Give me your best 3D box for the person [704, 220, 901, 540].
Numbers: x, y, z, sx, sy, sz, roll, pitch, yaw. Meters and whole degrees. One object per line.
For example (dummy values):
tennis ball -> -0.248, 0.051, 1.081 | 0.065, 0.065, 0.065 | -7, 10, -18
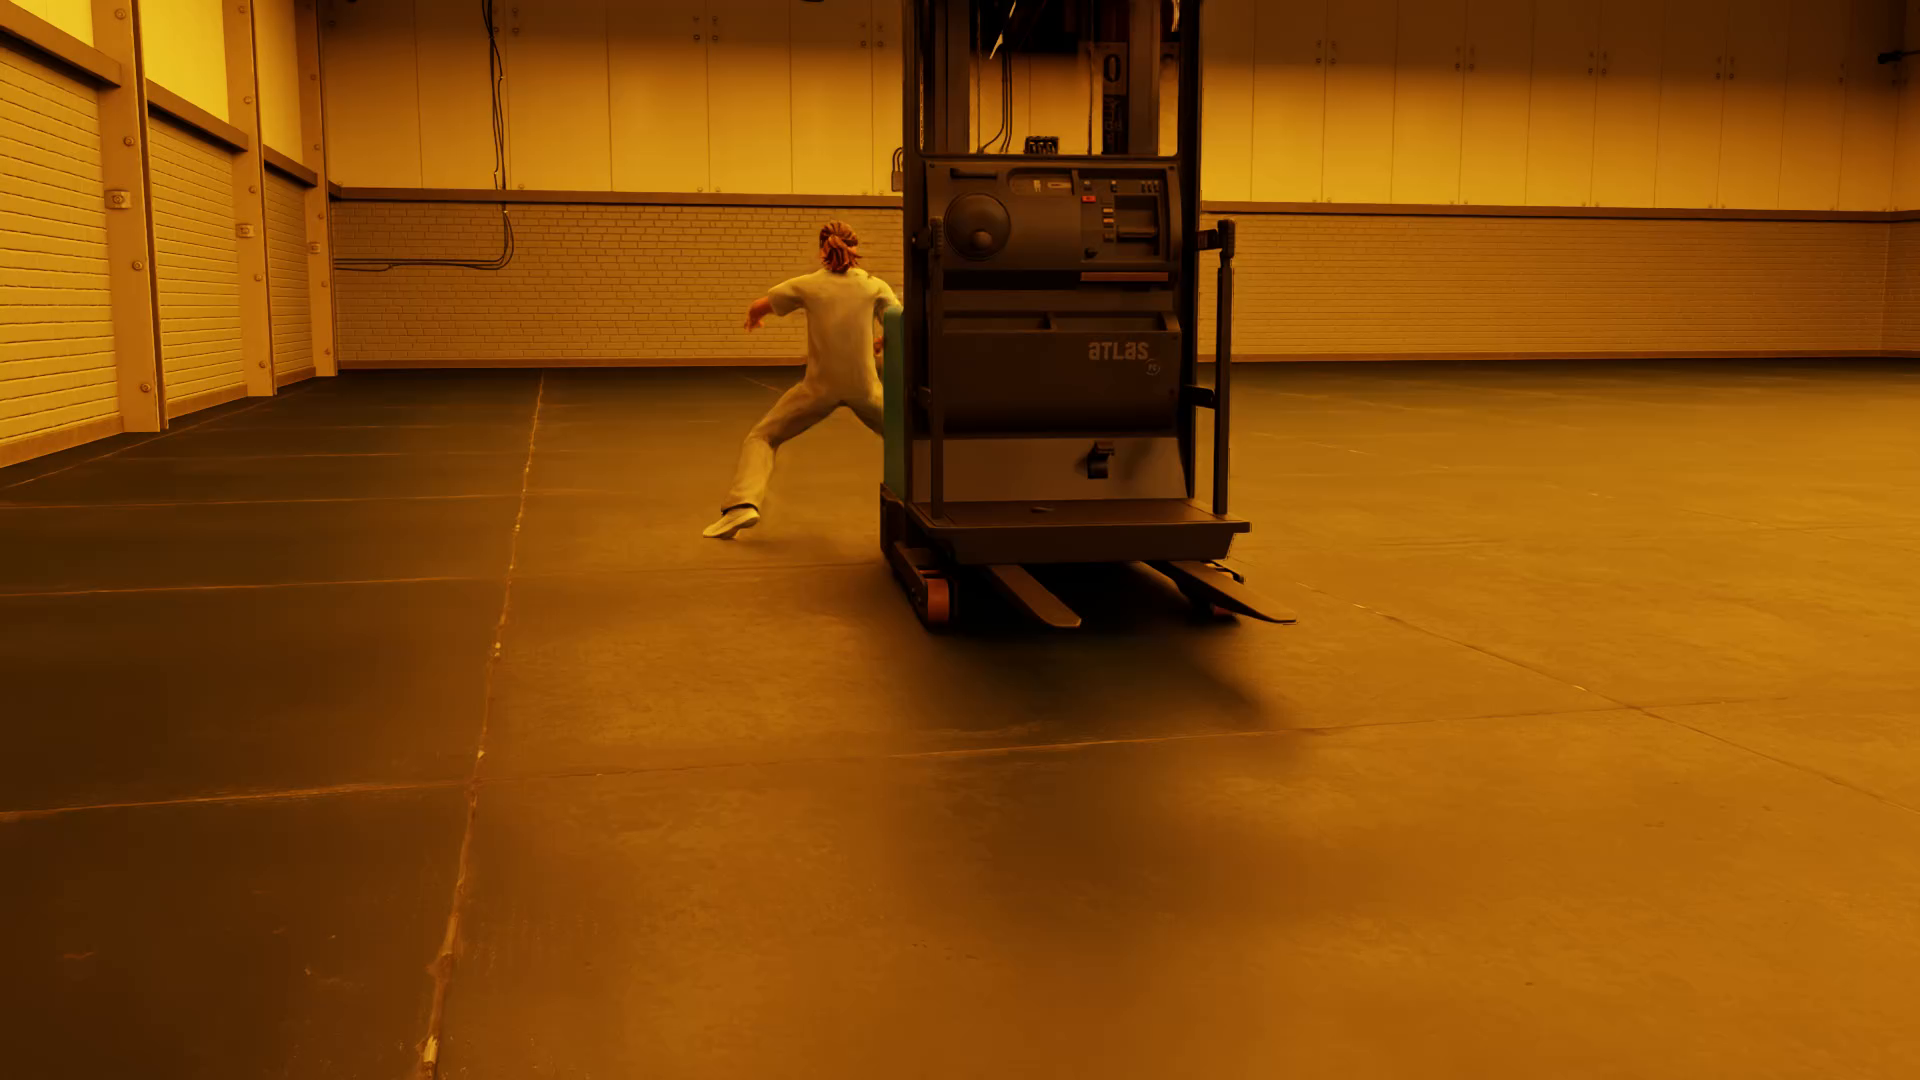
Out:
person -> -0.621, -0.777, 7.952 | 1.216, 1.475, 0.829 | -1, 8, -7

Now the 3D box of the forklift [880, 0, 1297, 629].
forklift -> 0.372, -1.213, 5.800 | 1.130, 2.935, 3.031 | -1, 8, -8
